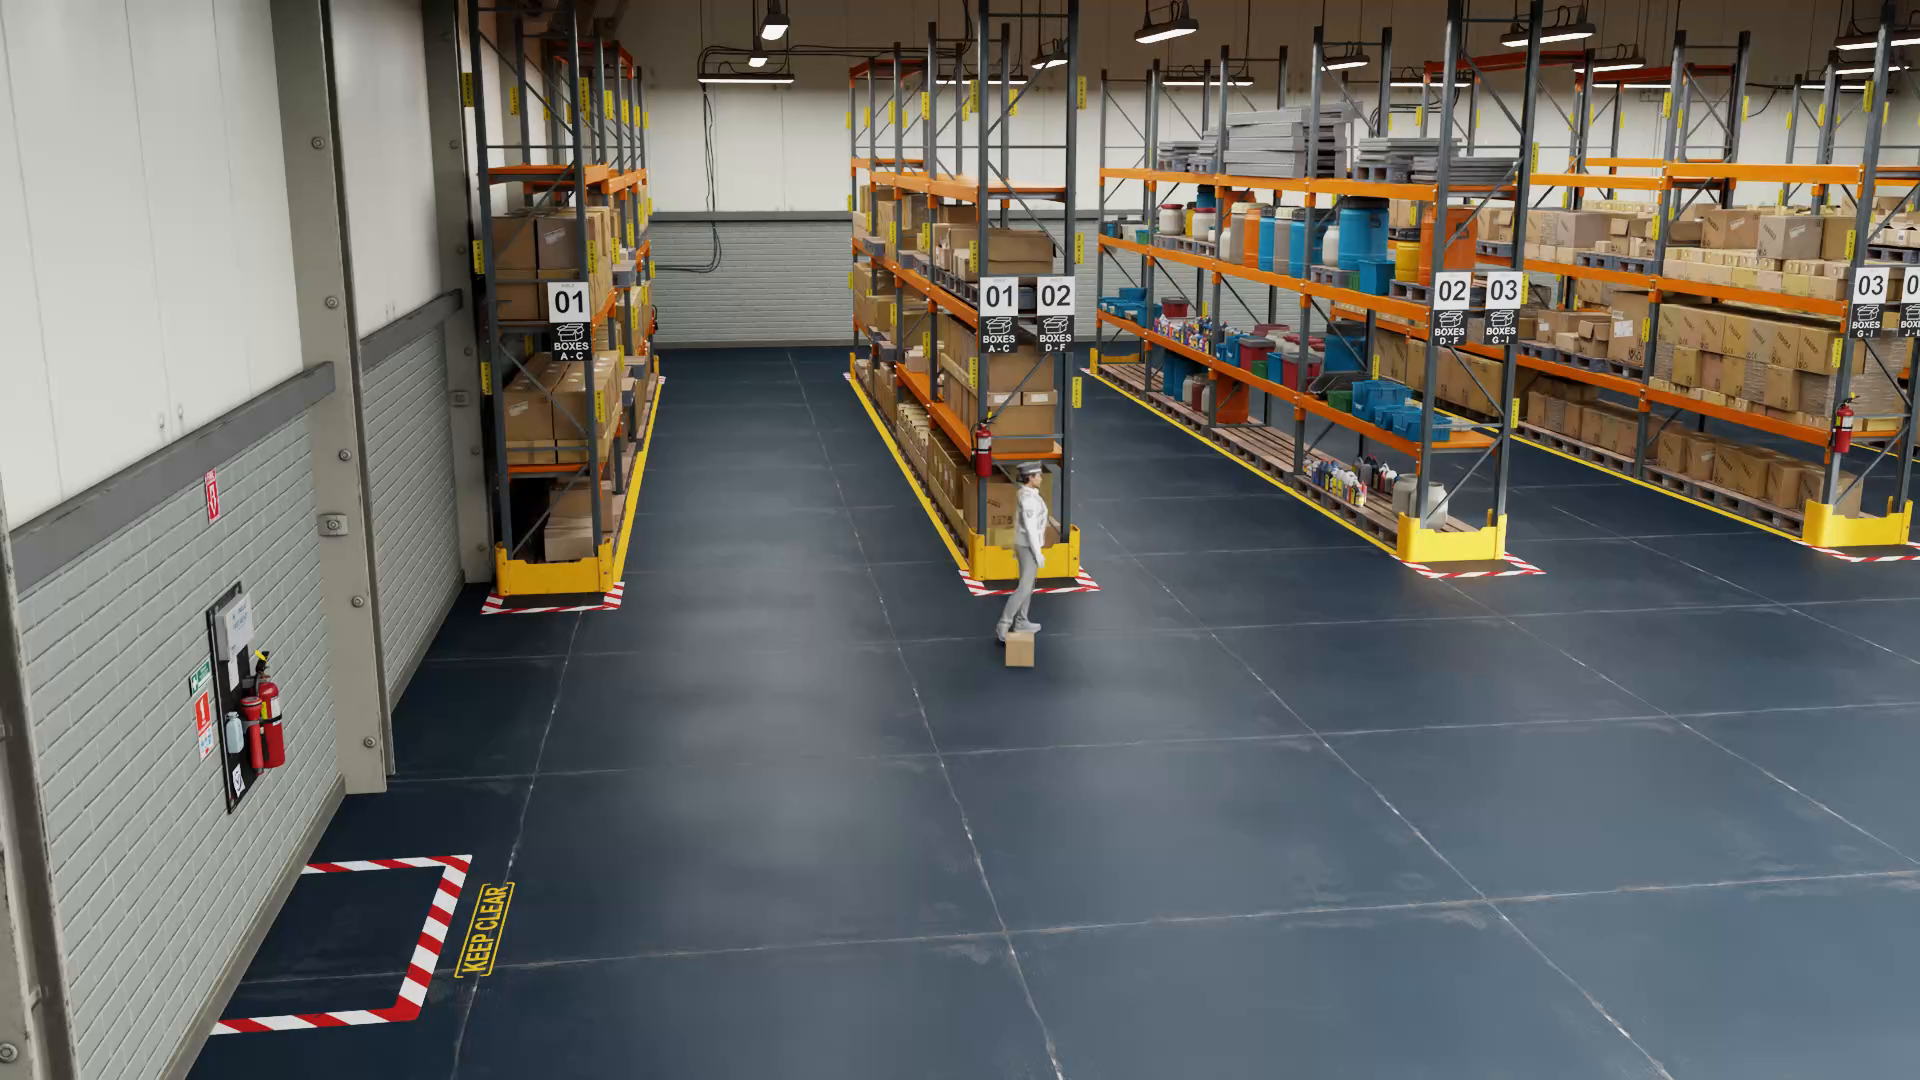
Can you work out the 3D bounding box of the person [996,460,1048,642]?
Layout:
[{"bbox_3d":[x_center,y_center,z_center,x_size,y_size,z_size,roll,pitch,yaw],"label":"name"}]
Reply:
[{"bbox_3d":[0.574,0.104,15.527,0.483,1.669,0.670,0,13,0],"label":"person"}]
